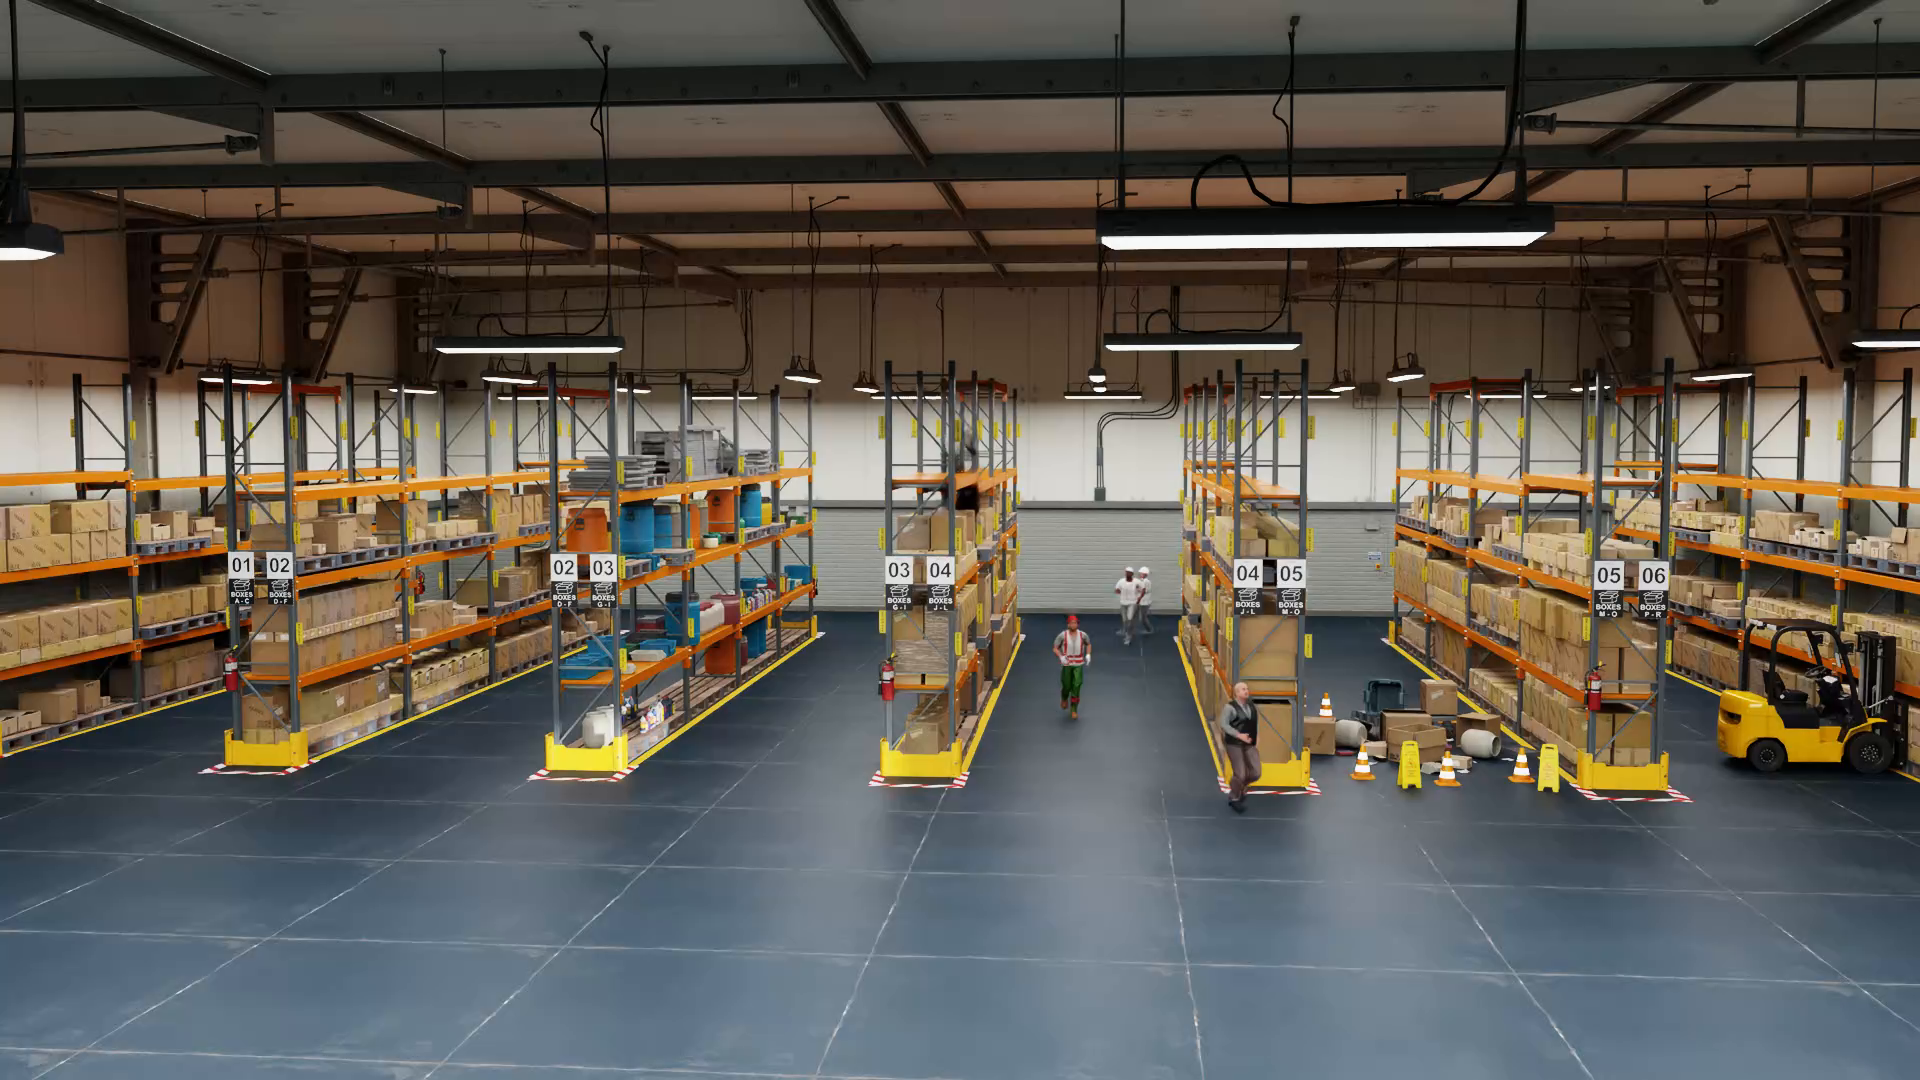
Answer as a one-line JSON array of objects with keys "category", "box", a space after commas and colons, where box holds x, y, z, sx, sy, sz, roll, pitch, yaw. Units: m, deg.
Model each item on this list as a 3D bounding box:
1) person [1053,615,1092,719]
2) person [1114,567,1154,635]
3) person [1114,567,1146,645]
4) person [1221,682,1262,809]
[{"category": "person", "box": [1.978, 2.202, 29.203, 0.684, 1.781, 0.782, 0, 4, -4]}, {"category": "person", "box": [4.332, 1.497, 40.402, 0.971, 1.679, 0.747, -1, 4, -19]}, {"category": "person", "box": [3.952, 1.537, 39.146, 0.698, 1.819, 0.751, 2, 4, 28]}, {"category": "person", "box": [3.753, 2.717, 21.964, 0.689, 1.682, 0.592, -2, 4, -29]}]
